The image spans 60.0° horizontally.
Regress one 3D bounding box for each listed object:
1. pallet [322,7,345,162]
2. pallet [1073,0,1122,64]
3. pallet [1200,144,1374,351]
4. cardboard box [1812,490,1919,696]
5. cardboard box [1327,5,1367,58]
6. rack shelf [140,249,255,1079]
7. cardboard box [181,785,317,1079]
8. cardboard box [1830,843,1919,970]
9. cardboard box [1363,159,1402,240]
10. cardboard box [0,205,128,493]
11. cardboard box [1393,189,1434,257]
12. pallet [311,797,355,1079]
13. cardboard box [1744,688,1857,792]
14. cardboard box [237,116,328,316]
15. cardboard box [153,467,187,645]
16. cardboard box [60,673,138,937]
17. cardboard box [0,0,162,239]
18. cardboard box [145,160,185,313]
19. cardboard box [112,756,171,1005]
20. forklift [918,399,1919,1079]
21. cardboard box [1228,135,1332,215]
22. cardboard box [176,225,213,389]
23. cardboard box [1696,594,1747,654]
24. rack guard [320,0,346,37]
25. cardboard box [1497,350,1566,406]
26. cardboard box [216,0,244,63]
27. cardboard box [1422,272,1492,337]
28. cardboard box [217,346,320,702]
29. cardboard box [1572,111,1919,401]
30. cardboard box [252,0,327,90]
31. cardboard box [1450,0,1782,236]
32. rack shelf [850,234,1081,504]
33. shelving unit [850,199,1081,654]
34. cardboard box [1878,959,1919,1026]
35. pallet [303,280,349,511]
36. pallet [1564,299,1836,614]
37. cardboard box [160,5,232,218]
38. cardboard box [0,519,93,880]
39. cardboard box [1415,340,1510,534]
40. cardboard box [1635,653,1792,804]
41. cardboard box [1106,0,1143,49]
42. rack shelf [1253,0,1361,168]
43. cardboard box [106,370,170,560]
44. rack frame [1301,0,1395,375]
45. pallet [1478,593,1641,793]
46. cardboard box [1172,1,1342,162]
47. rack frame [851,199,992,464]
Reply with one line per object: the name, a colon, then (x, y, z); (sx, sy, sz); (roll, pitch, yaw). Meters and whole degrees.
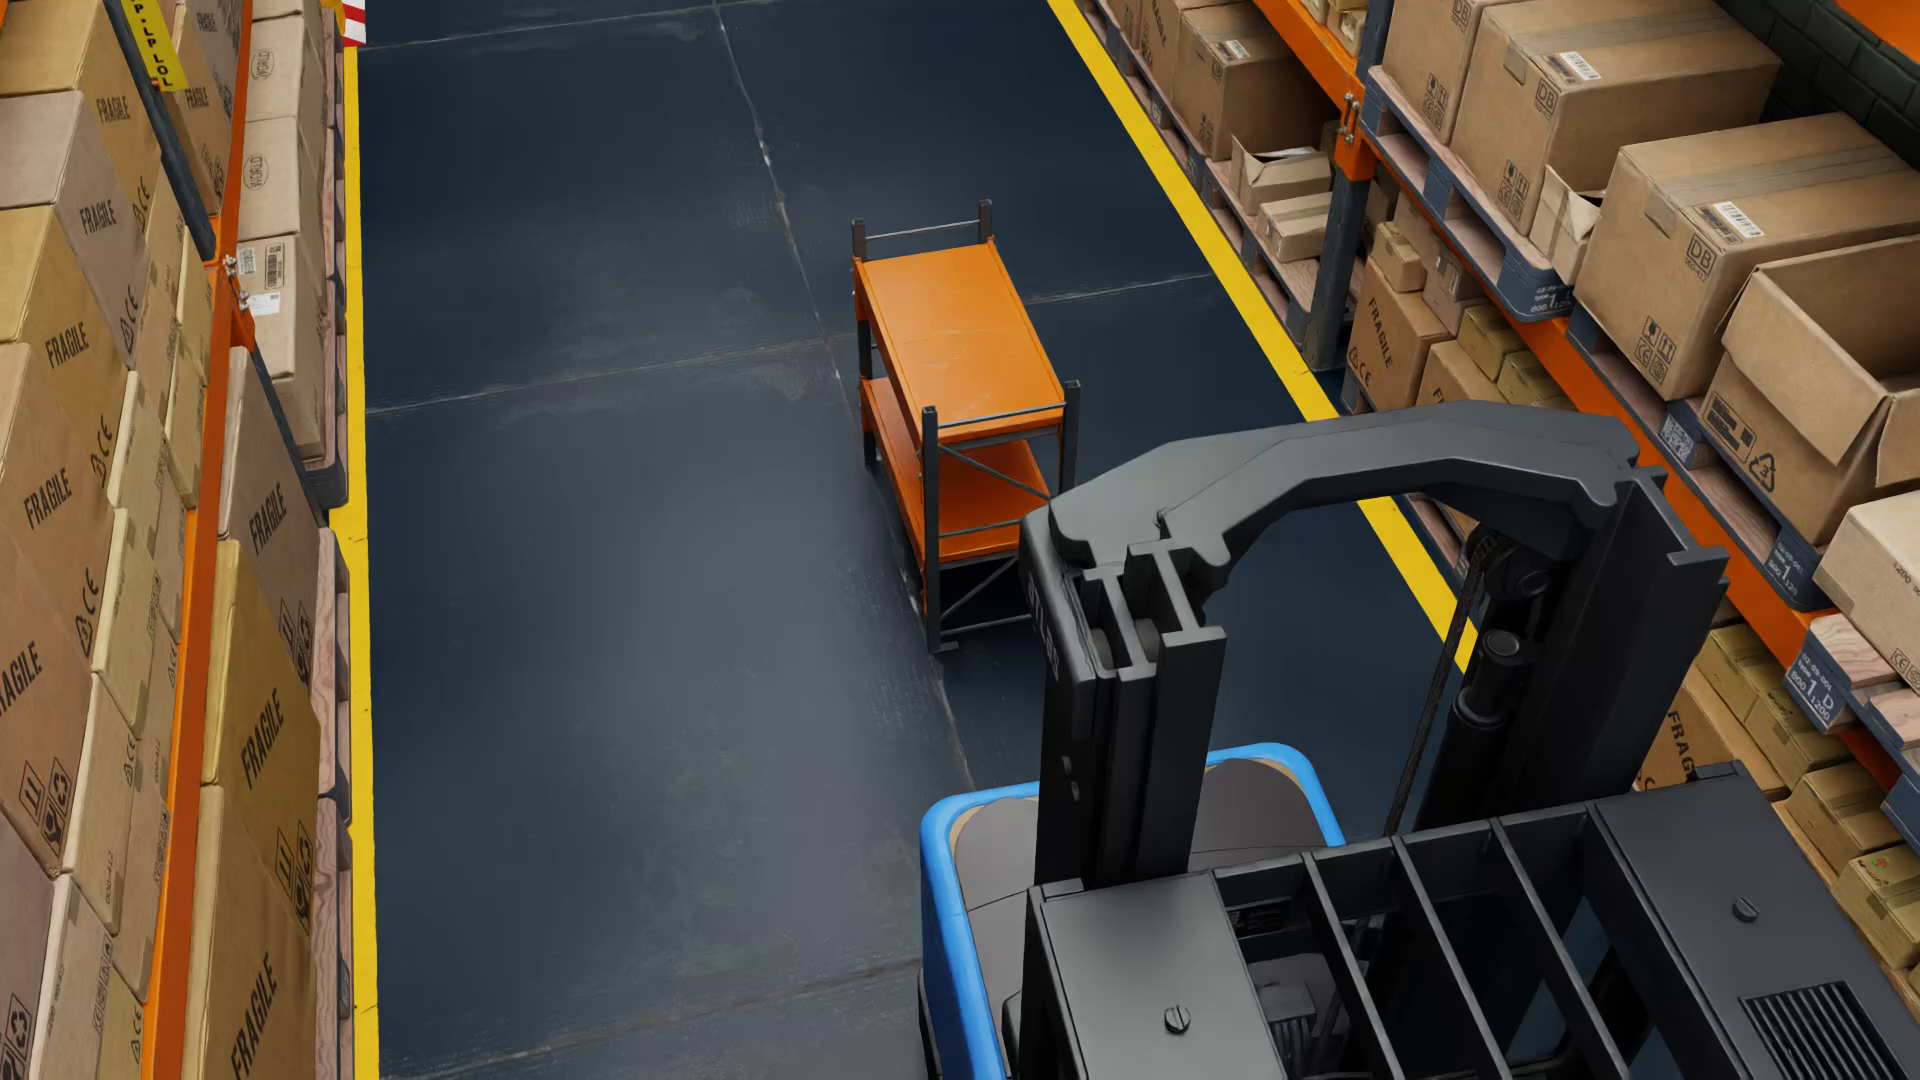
pallet: (-3.604, -2.212, 8.270); (1.003, 0.211, 1.213); (-11, 47, -10)
pallet: (1.137, -3.057, 9.098); (1.003, 0.211, 1.213); (-11, 47, -10)
pallet: (1.762, -1.372, 7.447); (1.003, 0.211, 1.213); (-11, 47, -10)
cardboard box: (2.378, 0.124, 3.839); (0.500, 0.250, 0.500); (-13, 47, -12)
cardboard box: (1.611, -1.960, 6.246); (0.380, 0.149, 0.250); (-10, 46, -10)
rack shelf: (-2.348, 0.669, 3.998); (1.077, 0.370, 4.000); (-11, 47, -10)
cardboard box: (-2.157, 1.286, 4.083); (0.875, 0.875, 0.875); (-10, 46, -10)
cardboard box: (2.490, 0.911, 4.259); (0.380, 0.149, 0.250); (-13, 47, -12)
cardboard box: (1.996, -1.579, 7.286); (0.500, 0.311, 0.500); (-9, 46, -9)
cardboard box: (-2.253, -0.377, 3.749); (0.500, 0.500, 0.500); (-9, 46, -9)
cardboard box: (1.830, -1.192, 6.112); (0.380, 0.149, 0.250); (-11, 47, -11)
pallet: (-2.274, 1.375, 4.755); (1.003, 0.211, 1.213); (-11, 47, -10)
cardboard box: (2.441, 0.531, 4.632); (0.380, 0.149, 0.250); (-9, 46, -9)
cardboard box: (-3.147, -1.285, 6.909); (0.875, 0.438, 0.875); (-12, 47, -11)
cardboard box: (-2.262, 0.056, 4.200); (0.500, 0.250, 0.500); (-12, 47, -11)
cardboard box: (-1.974, 0.577, 3.339); (0.500, 0.250, 0.500); (-11, 47, -10)
cardboard box: (-2.503, -1.086, 4.444); (0.500, 0.500, 0.500); (-9, 46, -9)
cardboard box: (-2.513, -0.826, 4.715); (0.500, 0.250, 0.500); (-11, 47, -10)
cardboard box: (-1.996, 0.752, 3.518); (0.500, 0.250, 0.500); (-9, 46, -9)
forklift: (0.685, 1.333, 2.891); (1.130, 2.935, 3.031); (-8, 46, -8)
cardboard box: (1.419, -1.641, 7.379); (0.396, 0.266, 0.258); (-9, 46, -9)
cardboard box: (-2.502, -0.648, 4.889); (0.500, 0.250, 0.500); (-12, 47, -11)
cardboard box: (2.277, 0.173, 4.982); (0.380, 0.149, 0.250); (-13, 47, -12)
rack guard: (-3.891, -2.867, 8.710); (1.175, 0.500, 0.348); (-11, 47, -10)
cardboard box: (2.077, -0.538, 5.679); (0.380, 0.149, 0.250); (-11, 47, -11)
cardboard box: (-2.973, -2.063, 6.102); (0.500, 0.500, 0.500); (-10, 47, -10)
cardboard box: (1.917, -0.900, 6.033); (0.380, 0.149, 0.250); (-12, 47, -11)
cardboard box: (-2.624, 0.046, 5.298); (0.875, 0.875, 0.875); (-9, 46, -9)
cardboard box: (2.178, -0.782, 4.552); (0.700, 0.500, 0.500); (-11, 47, -11)
cardboard box: (-3.619, -2.538, 8.137); (0.875, 0.438, 0.875); (-12, 47, -12)
cardboard box: (1.977, -1.323, 5.083); (0.700, 0.500, 0.500); (-10, 46, -10)
rack shelf: (-0.002, -0.603, 5.644); (0.538, 0.278, 1.000); (-11, 47, -10)
shelving unit: (-0.002, -0.398, 5.853); (0.538, 1.125, 1.048); (-11, 47, -10)
cardboard box: (2.645, 1.363, 4.270); (0.500, 0.500, 0.500); (-9, 46, -9)
pallet: (-2.980, -0.527, 6.619); (1.003, 0.211, 1.213); (-11, 47, -10)
pallet: (2.459, -0.387, 4.663); (1.003, 0.211, 1.213); (-11, 47, -10)
cardboard box: (-2.728, -1.371, 5.423); (0.500, 0.500, 0.500); (-9, 46, -9)
cardboard box: (-1.980, 0.327, 3.059); (0.500, 0.500, 0.500); (-9, 46, -9)
cardboard box: (1.989, -0.405, 6.003); (0.500, 0.500, 0.500); (-11, 47, -11)
cardboard box: (2.390, 0.655, 4.964); (0.500, 0.500, 0.500); (-9, 46, -9)
cardboard box: (1.159, -2.871, 8.419); (0.700, 0.500, 0.500); (-9, 46, -9)
rack shelf: (1.425, -3.003, 7.596); (1.077, 0.370, 4.000); (-11, 47, -10)
cardboard box: (-2.239, -0.126, 4.028); (0.500, 0.250, 0.500); (-10, 46, -9)
rack frame: (1.937, -1.874, 5.986); (1.000, 3.000, 0.127); (-11, 47, -10)
pallet: (2.497, 0.501, 5.612); (1.003, 0.211, 1.213); (-11, 47, -10)
cardboard box: (1.425, -2.154, 7.717); (0.700, 0.500, 0.500); (-12, 47, -12)
rack frame: (-0.132, -0.749, 6.197); (0.500, 1.125, 0.032); (-11, 47, -10)
